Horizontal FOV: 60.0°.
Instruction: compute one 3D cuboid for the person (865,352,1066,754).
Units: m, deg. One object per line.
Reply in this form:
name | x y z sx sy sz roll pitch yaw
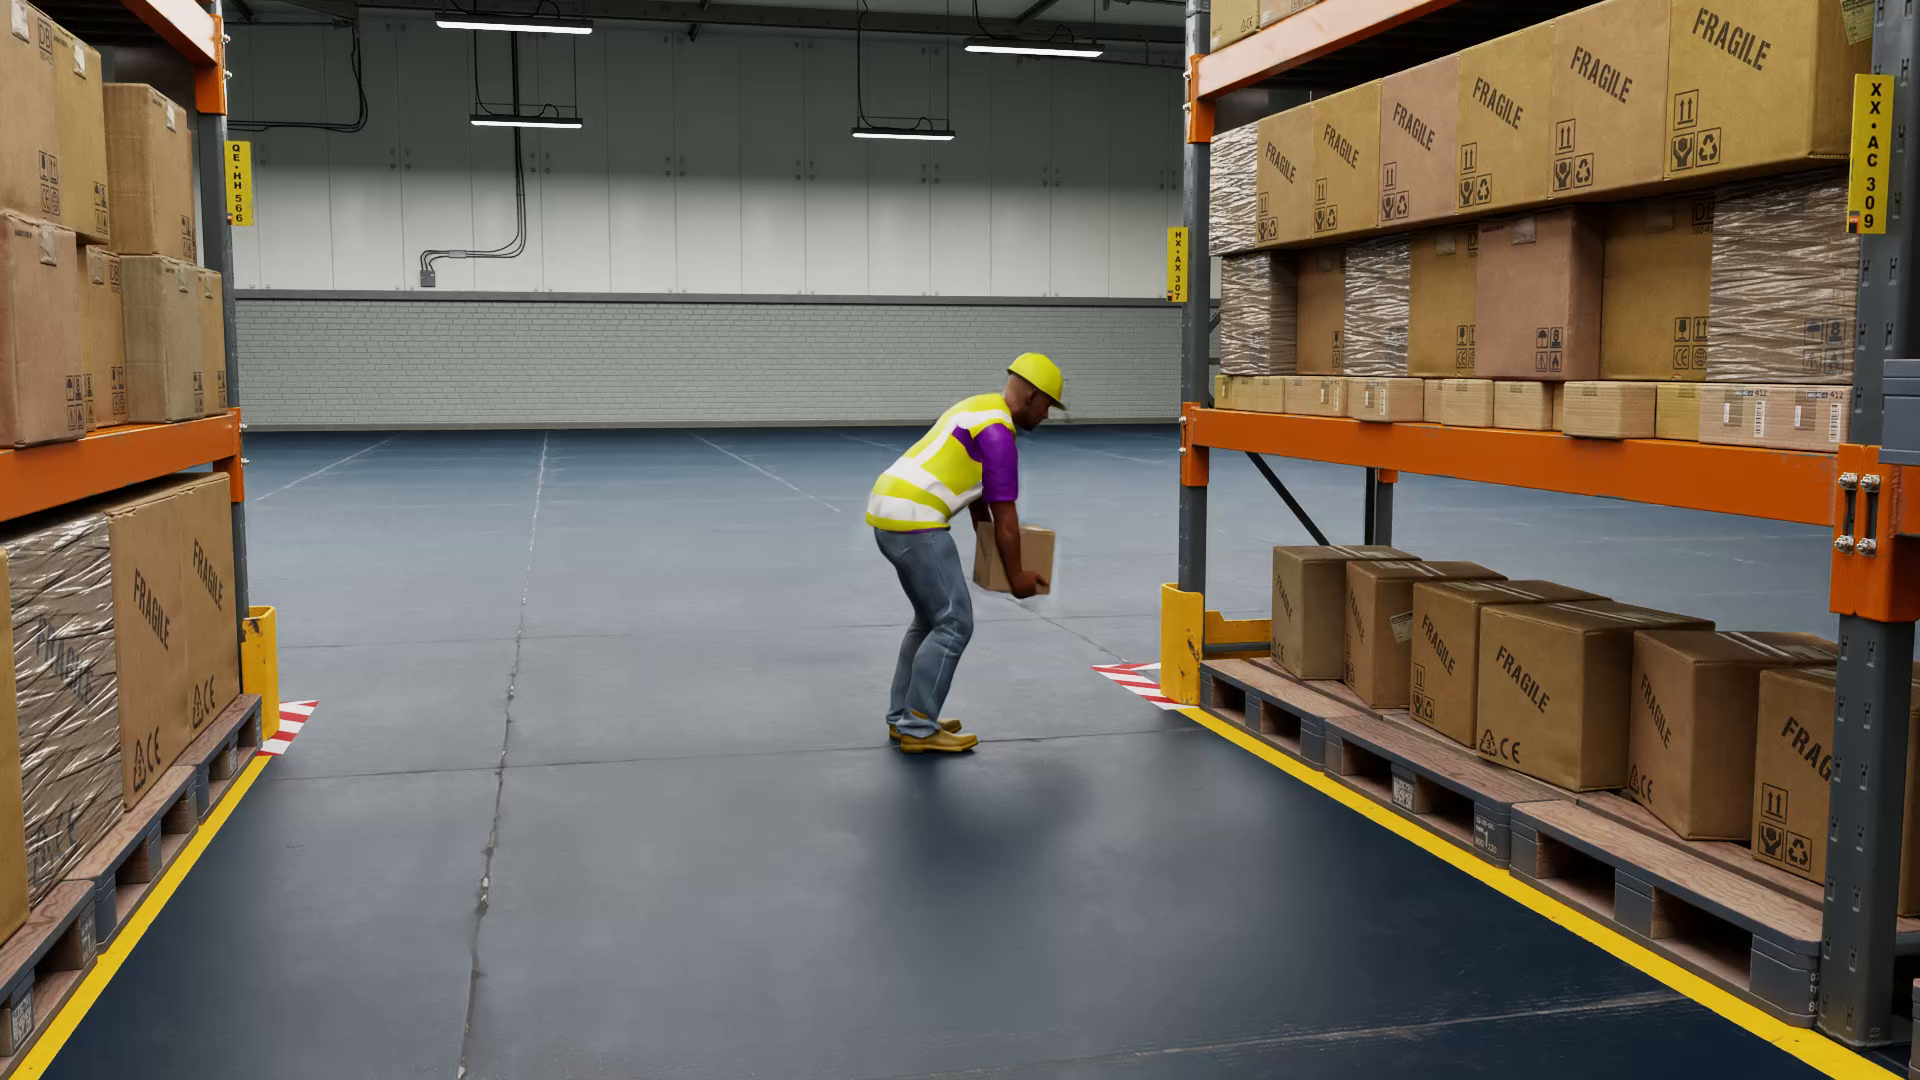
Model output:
person | 0.033 0.034 6.576 0.802 1.542 0.488 -2 6 -15
